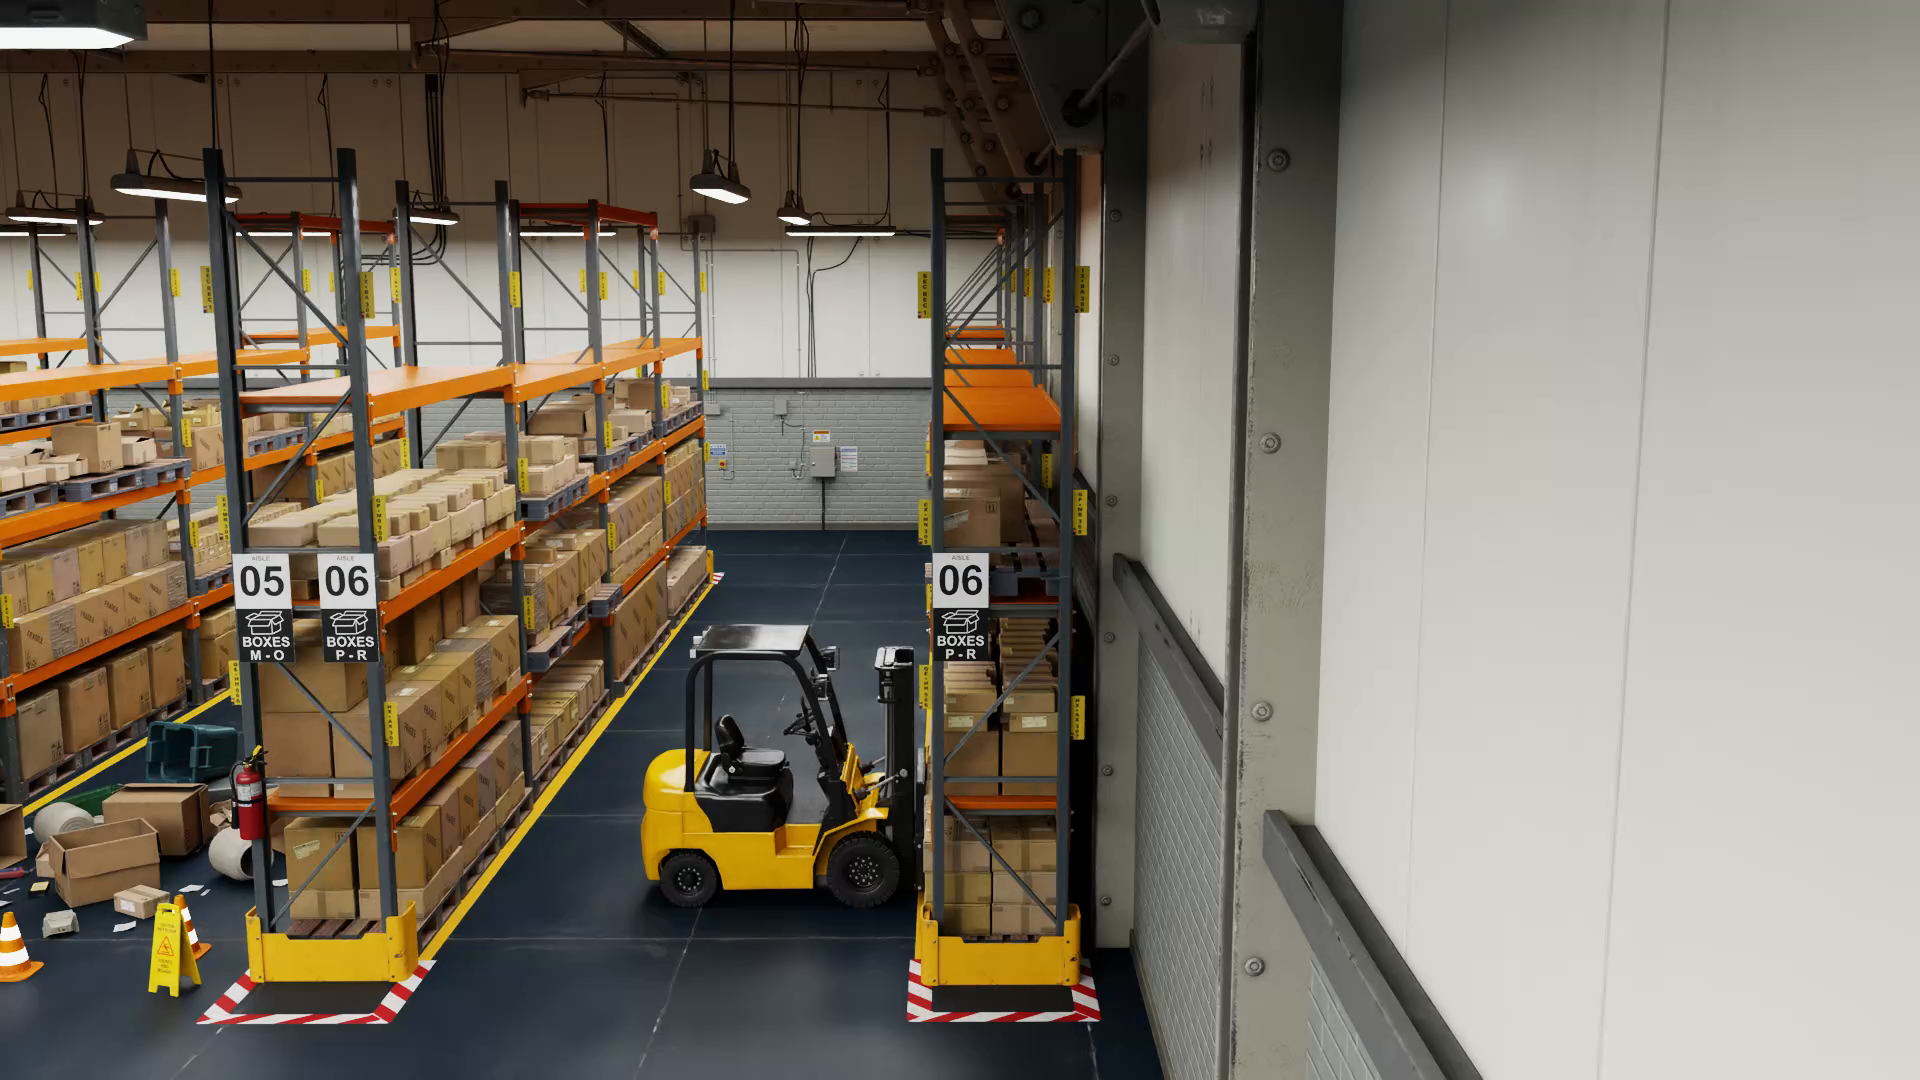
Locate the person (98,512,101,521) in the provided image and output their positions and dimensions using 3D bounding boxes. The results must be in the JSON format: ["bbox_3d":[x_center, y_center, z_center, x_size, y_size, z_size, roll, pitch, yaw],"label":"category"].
[{"bbox_3d":[-12.939,0.380,25.279,0.518,1.533,0.783,-1,9,-5],"label":"person"}]
